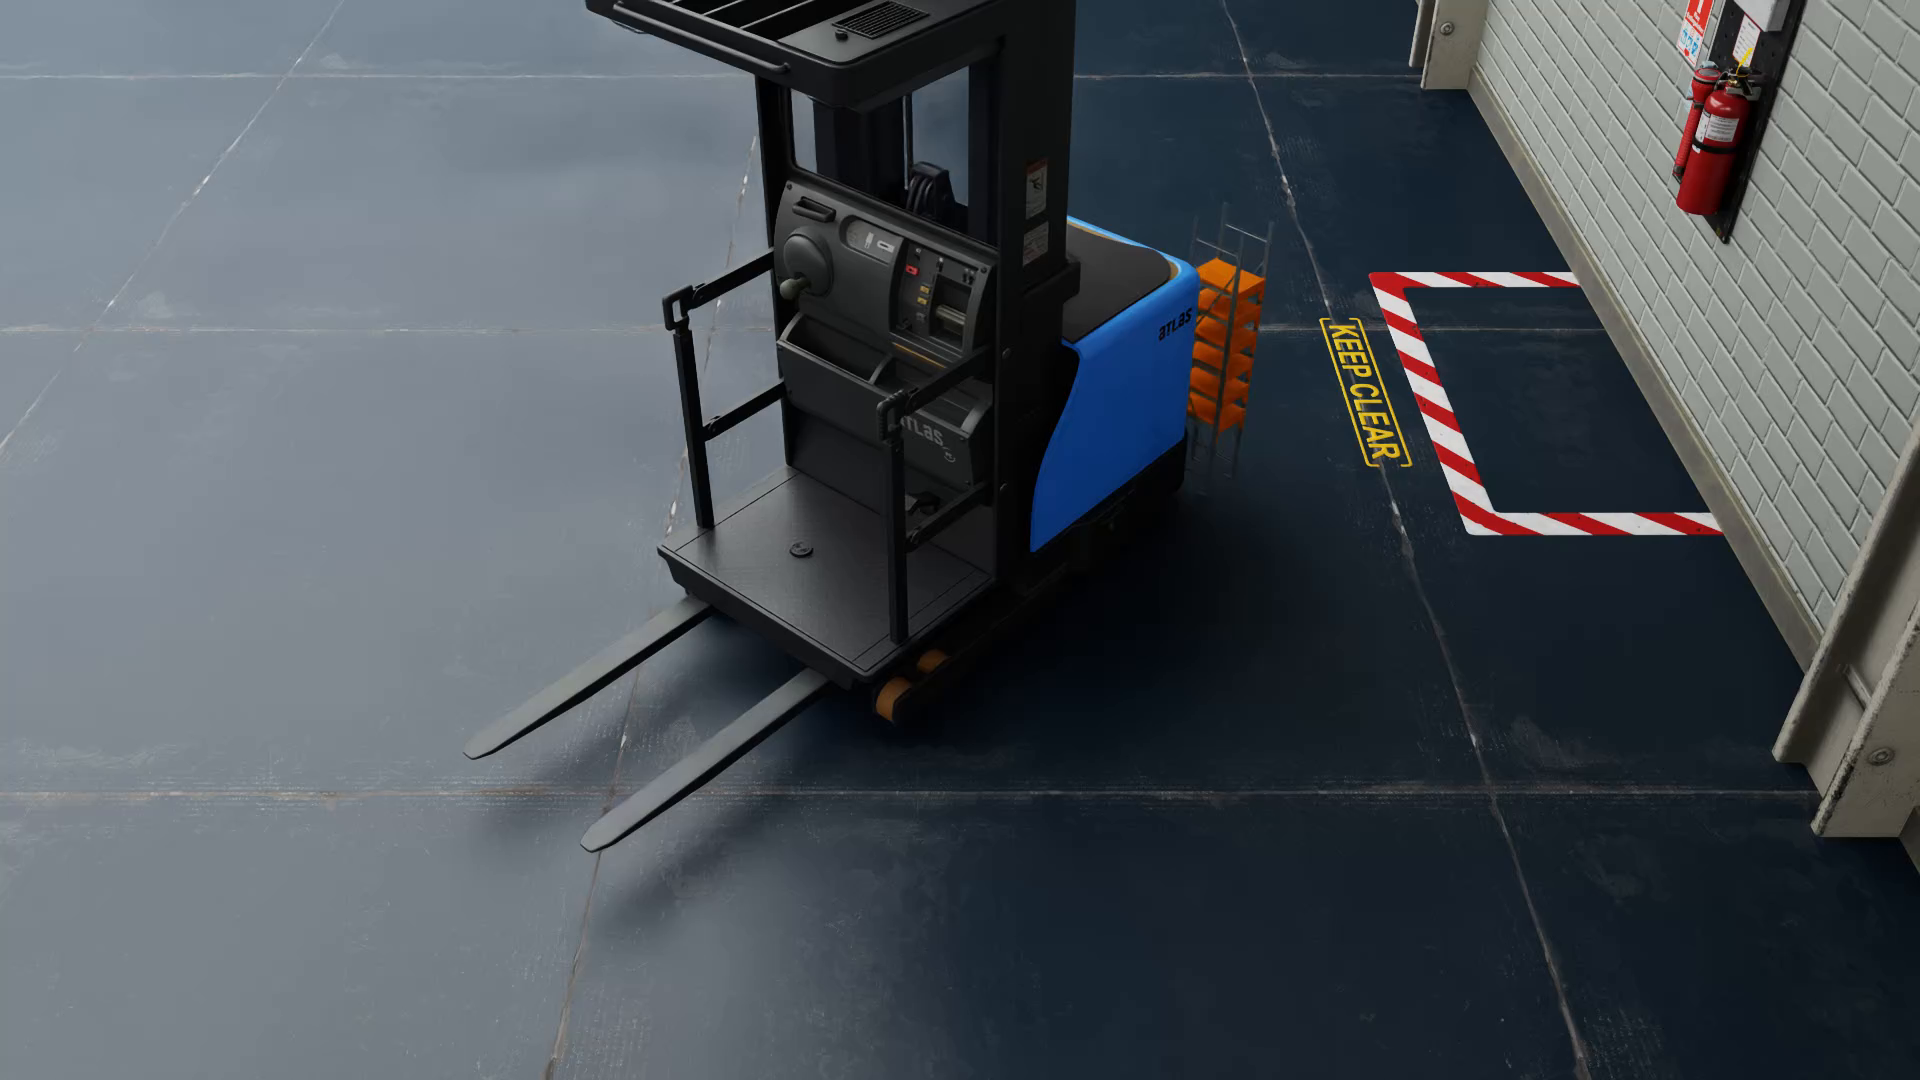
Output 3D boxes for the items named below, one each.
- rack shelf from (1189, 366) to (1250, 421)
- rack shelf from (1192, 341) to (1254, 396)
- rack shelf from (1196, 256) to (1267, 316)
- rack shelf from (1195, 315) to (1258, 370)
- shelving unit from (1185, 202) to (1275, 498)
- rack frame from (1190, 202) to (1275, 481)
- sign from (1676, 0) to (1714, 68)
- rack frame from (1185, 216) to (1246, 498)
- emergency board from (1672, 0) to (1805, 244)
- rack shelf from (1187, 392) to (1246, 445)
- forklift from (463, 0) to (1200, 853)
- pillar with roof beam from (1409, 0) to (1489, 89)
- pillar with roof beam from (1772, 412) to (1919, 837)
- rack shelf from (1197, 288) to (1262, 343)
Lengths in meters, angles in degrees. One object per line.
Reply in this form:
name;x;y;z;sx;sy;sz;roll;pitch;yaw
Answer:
rack shelf;1.029;-0.615;6.815;0.258;0.103;0.180;32;46;33
rack shelf;1.032;-0.710;6.743;0.258;0.103;0.180;32;46;33
rack shelf;1.041;-0.997;6.525;0.258;0.103;0.180;32;46;33
rack shelf;1.035;-0.806;6.670;0.258;0.103;0.180;32;46;33
shelving unit;1.033;-0.746;6.716;0.258;1.200;0.189;32;46;33
rack frame;1.097;-0.784;6.769;0.240;1.200;0.006;32;46;33
sign;3.136;-2.215;7.087;0.001;0.329;0.234;0;39;0
rack frame;0.968;-0.708;6.663;0.240;1.200;0.006;32;46;33
emergency board;3.034;-1.855;6.667;0.194;1.169;0.643;0;39;0
rack shelf;1.025;-0.519;6.888;0.258;0.103;0.180;32;46;33
forklift;-0.410;-0.848;5.464;1.130;2.935;3.031;28;47;31
pillar with roof beam;-1.314;-6.400;7.540;9.100;9.000;0.400;0;39;0
pillar with roof beam;-1.307;-2.648;2.858;9.100;9.000;0.400;0;39;0
rack shelf;1.038;-0.901;6.598;0.258;0.103;0.180;32;46;33
